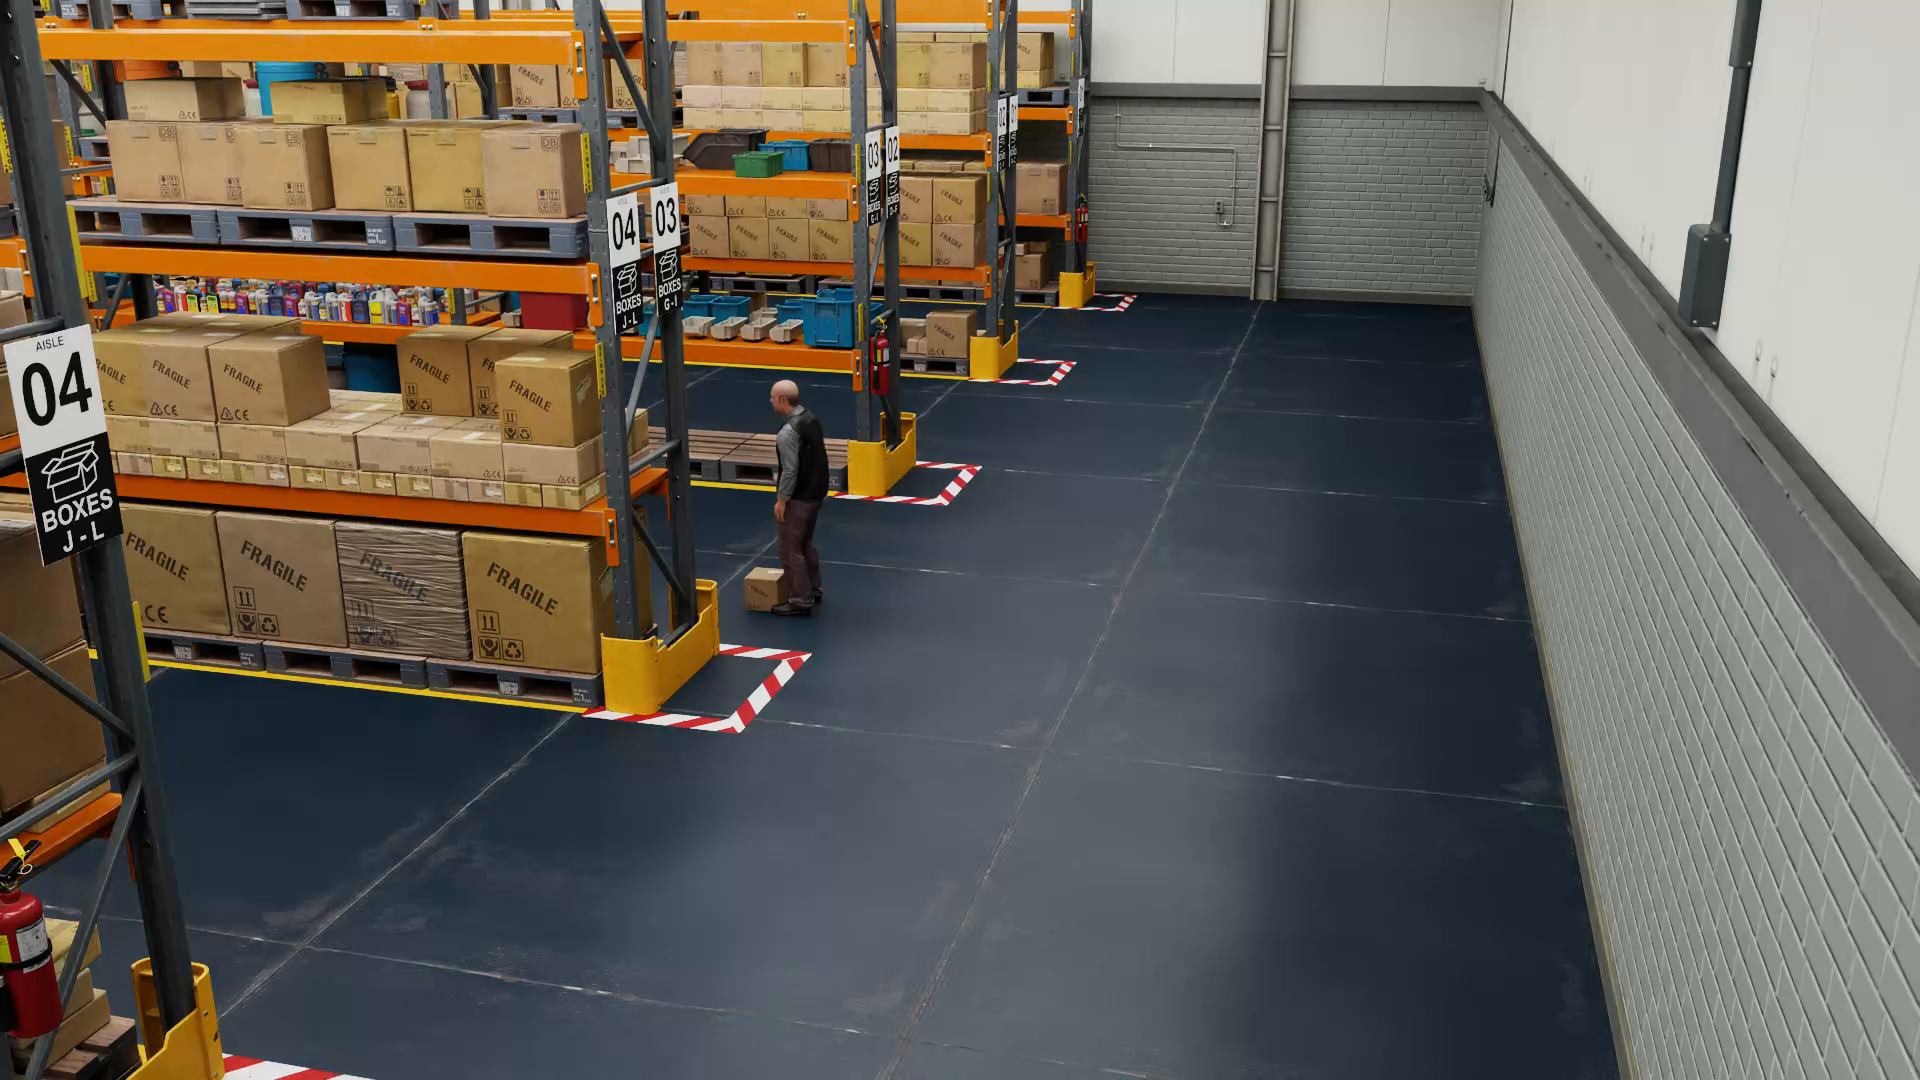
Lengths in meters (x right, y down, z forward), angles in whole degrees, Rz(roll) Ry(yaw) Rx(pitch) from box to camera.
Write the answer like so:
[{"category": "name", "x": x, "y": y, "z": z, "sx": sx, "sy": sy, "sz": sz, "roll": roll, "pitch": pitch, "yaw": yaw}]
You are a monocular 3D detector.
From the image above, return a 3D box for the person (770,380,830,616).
[{"category": "person", "x": -1.183, "y": -0.315, "z": 12.057, "sx": 0.371, "sy": 1.721, "sz": 0.581, "roll": 5, "pitch": 19, "yaw": 14}]
